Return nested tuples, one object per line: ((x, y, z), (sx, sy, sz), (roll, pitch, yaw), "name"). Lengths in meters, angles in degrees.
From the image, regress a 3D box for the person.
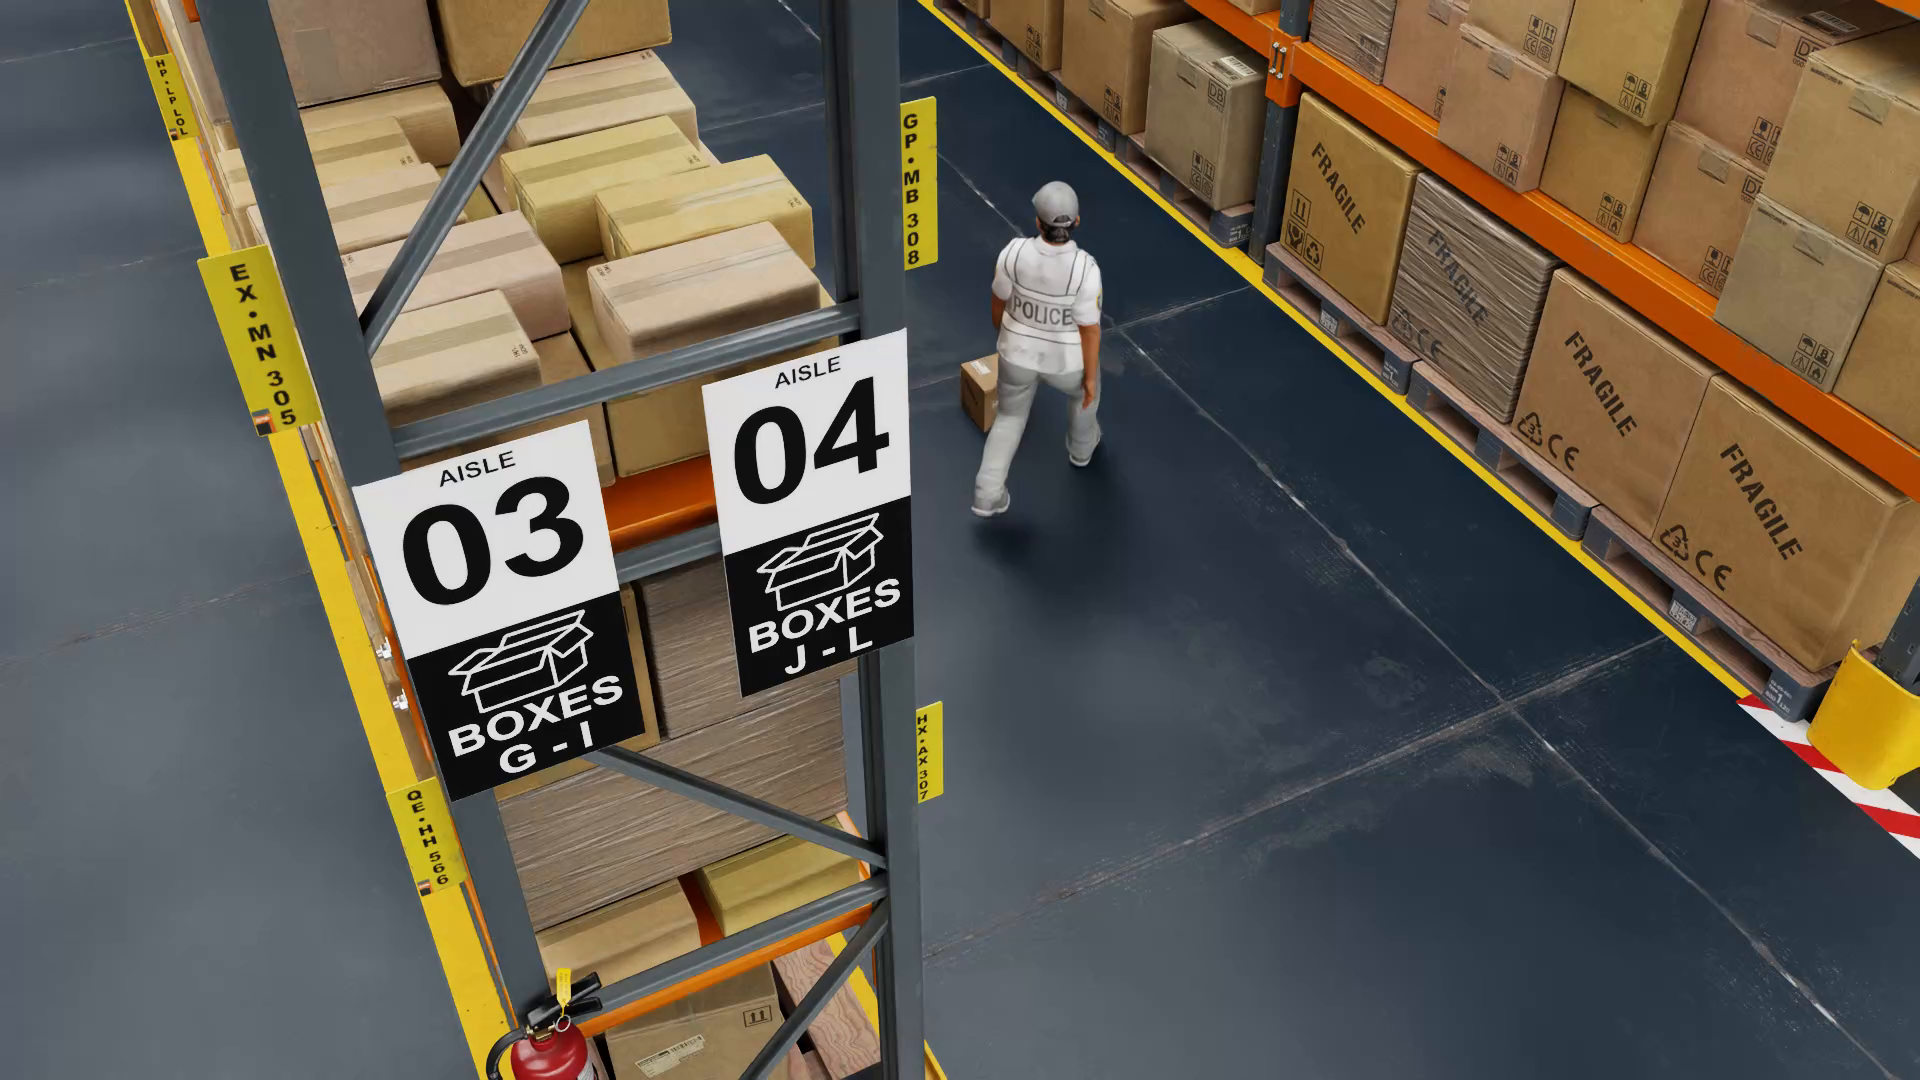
((0.385, -0.843, 7.146), (0.493, 1.590, 0.965), (12, 43, 14), "person")
